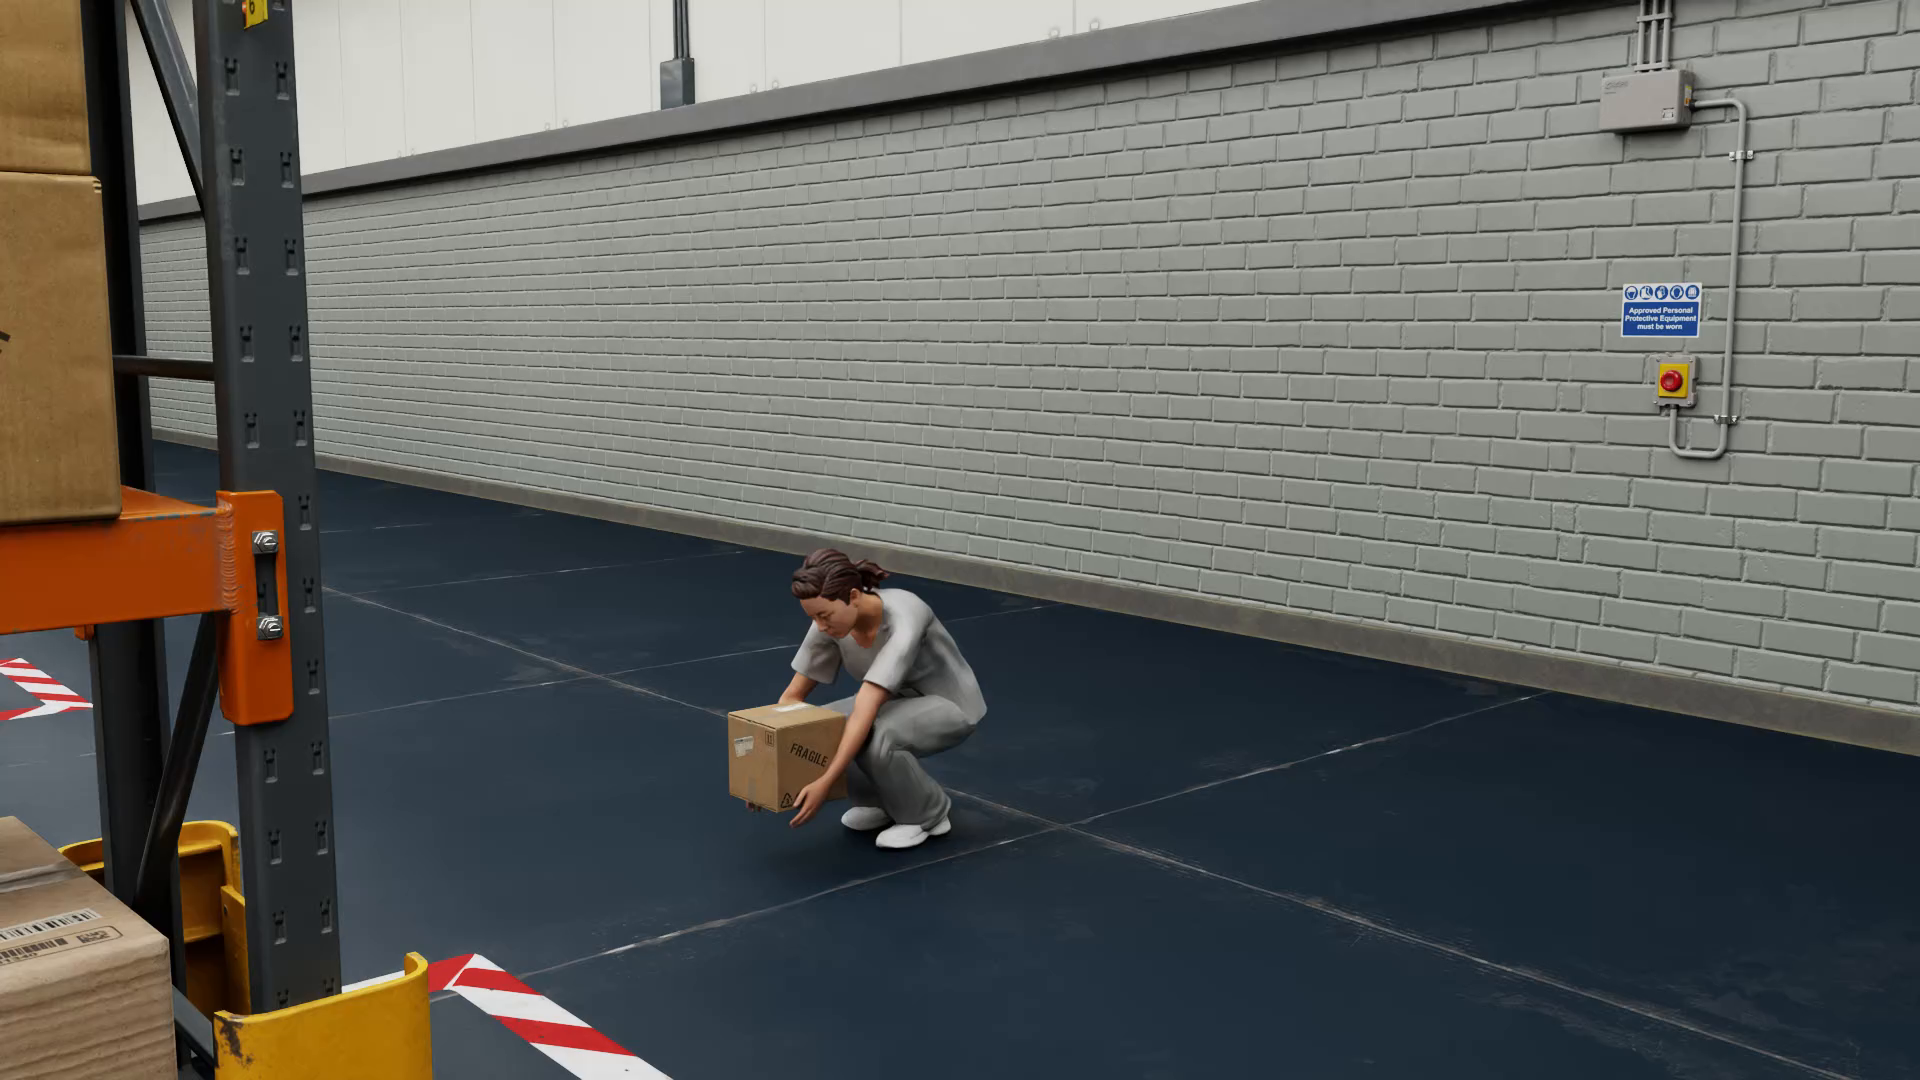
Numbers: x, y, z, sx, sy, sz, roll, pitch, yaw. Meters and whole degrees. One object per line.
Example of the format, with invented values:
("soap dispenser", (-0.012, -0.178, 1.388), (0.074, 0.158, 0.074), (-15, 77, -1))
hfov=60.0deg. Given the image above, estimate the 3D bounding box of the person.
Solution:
("person", (-0.271, 0.468, 5.088), (0.792, 0.939, 0.475), (-7, 10, -41))
